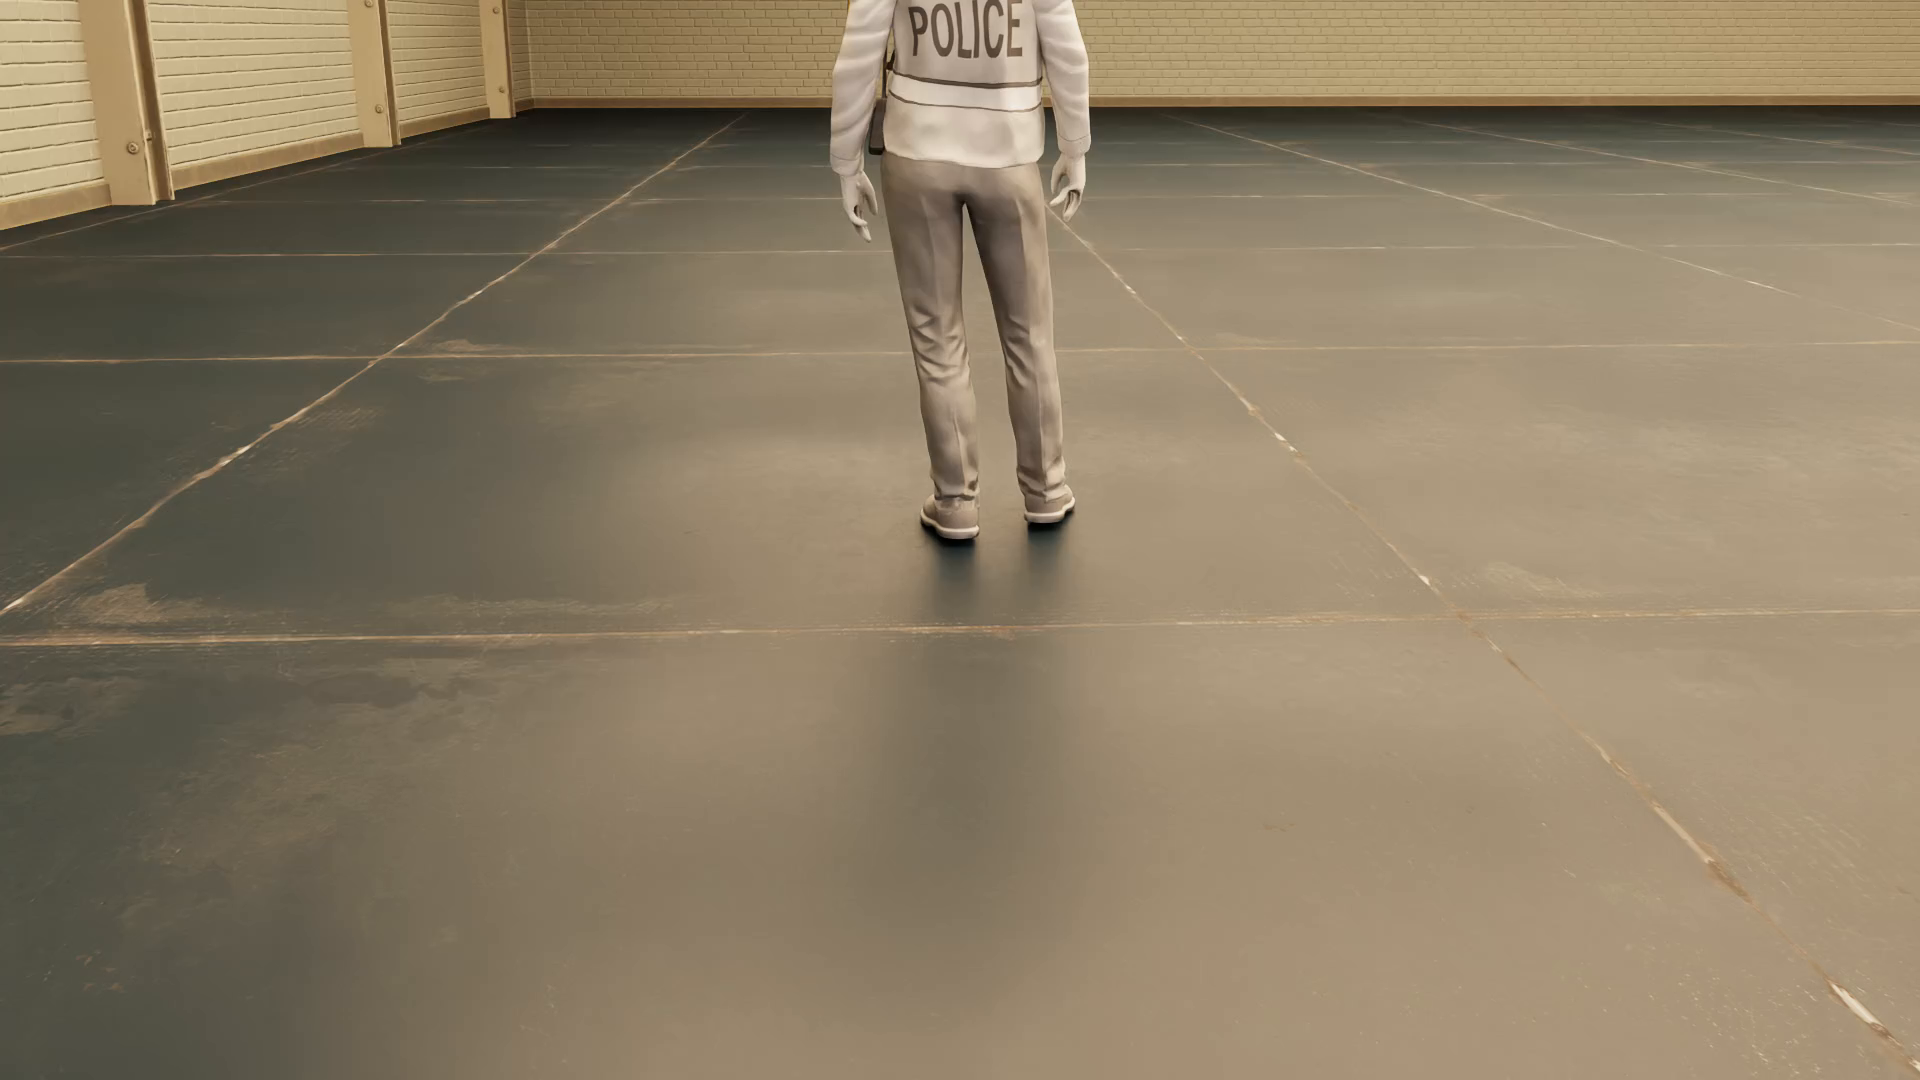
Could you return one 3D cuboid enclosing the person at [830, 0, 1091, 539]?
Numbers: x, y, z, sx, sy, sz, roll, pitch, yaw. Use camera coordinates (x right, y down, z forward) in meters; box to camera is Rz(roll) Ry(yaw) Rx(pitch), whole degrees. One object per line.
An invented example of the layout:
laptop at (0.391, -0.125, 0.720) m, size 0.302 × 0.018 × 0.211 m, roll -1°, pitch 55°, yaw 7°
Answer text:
person at (0.003, -0.837, 3.734) m, size 0.586 × 1.694 × 0.530 m, roll -1°, pitch 17°, yaw -3°
